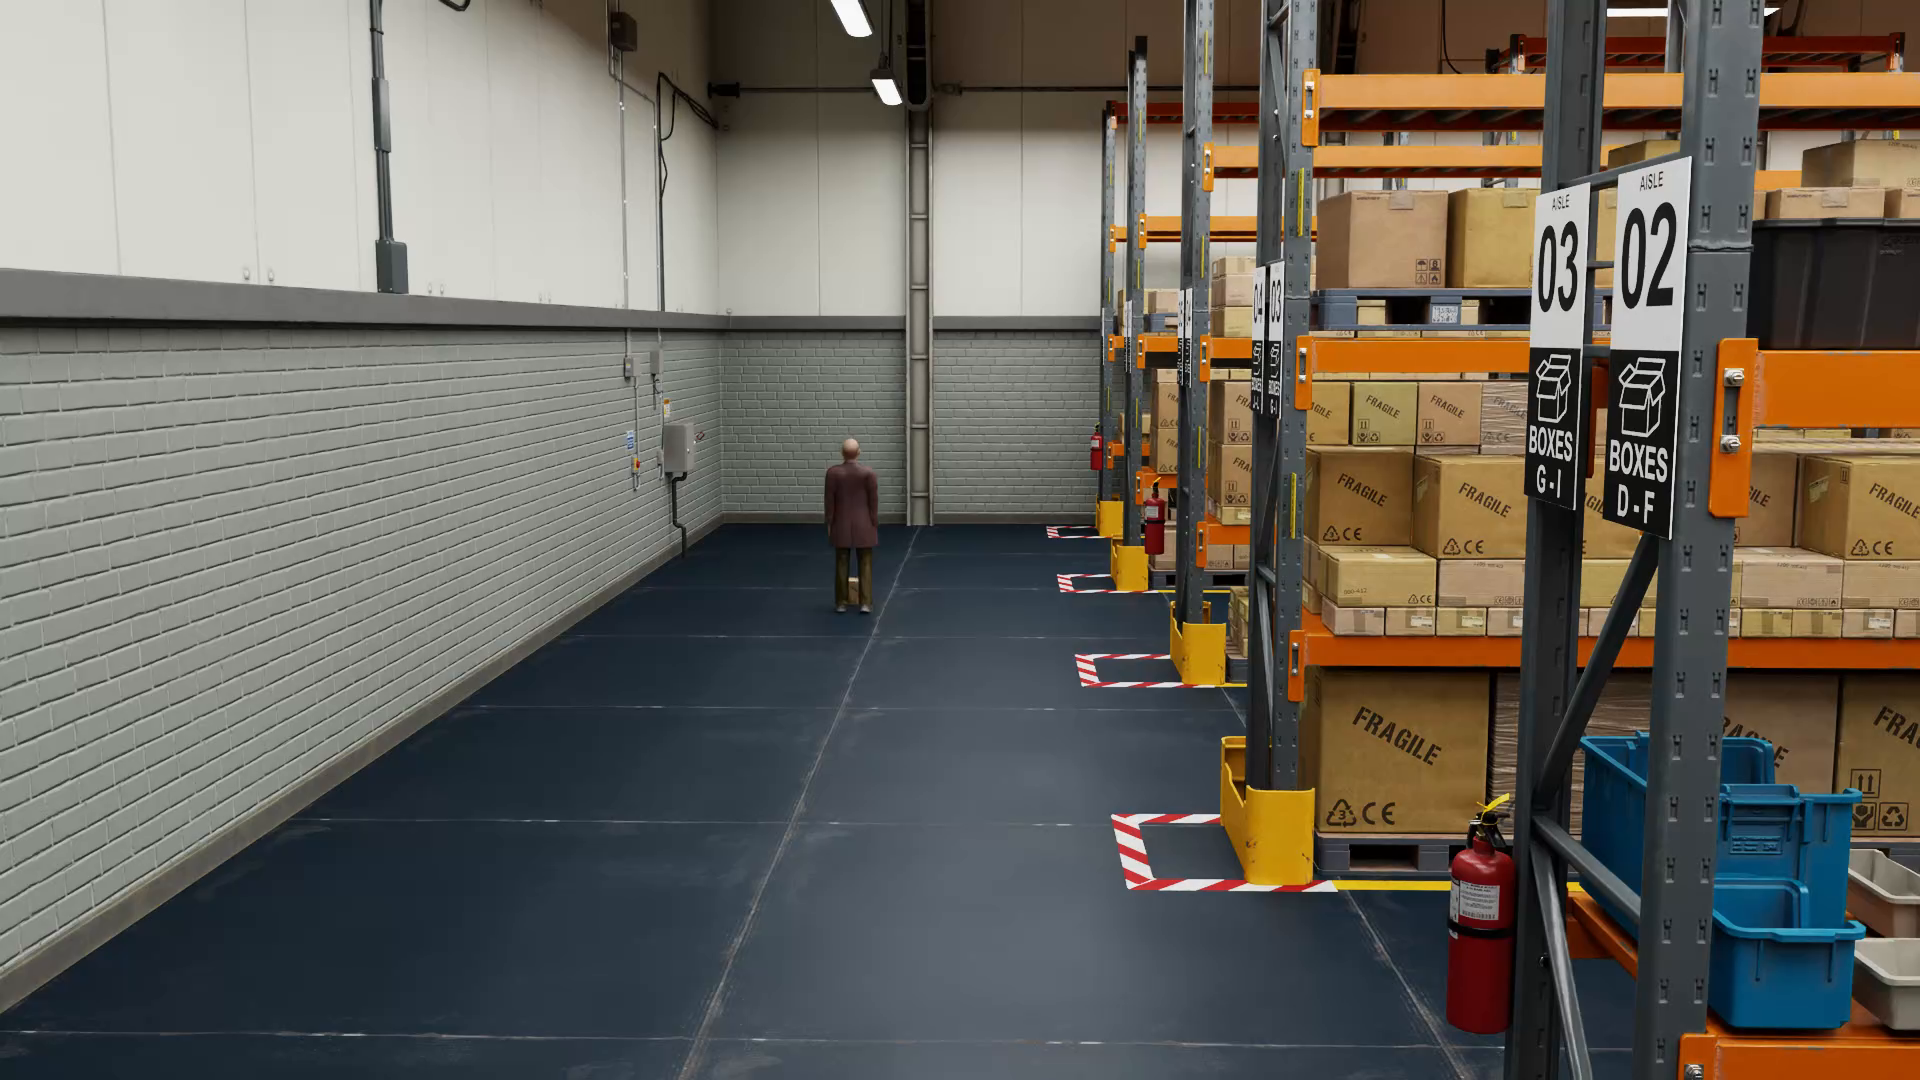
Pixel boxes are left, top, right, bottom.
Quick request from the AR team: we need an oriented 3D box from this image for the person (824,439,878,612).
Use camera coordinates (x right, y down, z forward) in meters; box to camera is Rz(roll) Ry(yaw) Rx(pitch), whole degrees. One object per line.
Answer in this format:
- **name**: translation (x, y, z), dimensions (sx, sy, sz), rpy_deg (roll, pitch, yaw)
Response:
- **person**: translation (-1.114, -0.141, 17.041), dimensions (0.561, 1.793, 0.389), rpy_deg (0, 7, 3)
